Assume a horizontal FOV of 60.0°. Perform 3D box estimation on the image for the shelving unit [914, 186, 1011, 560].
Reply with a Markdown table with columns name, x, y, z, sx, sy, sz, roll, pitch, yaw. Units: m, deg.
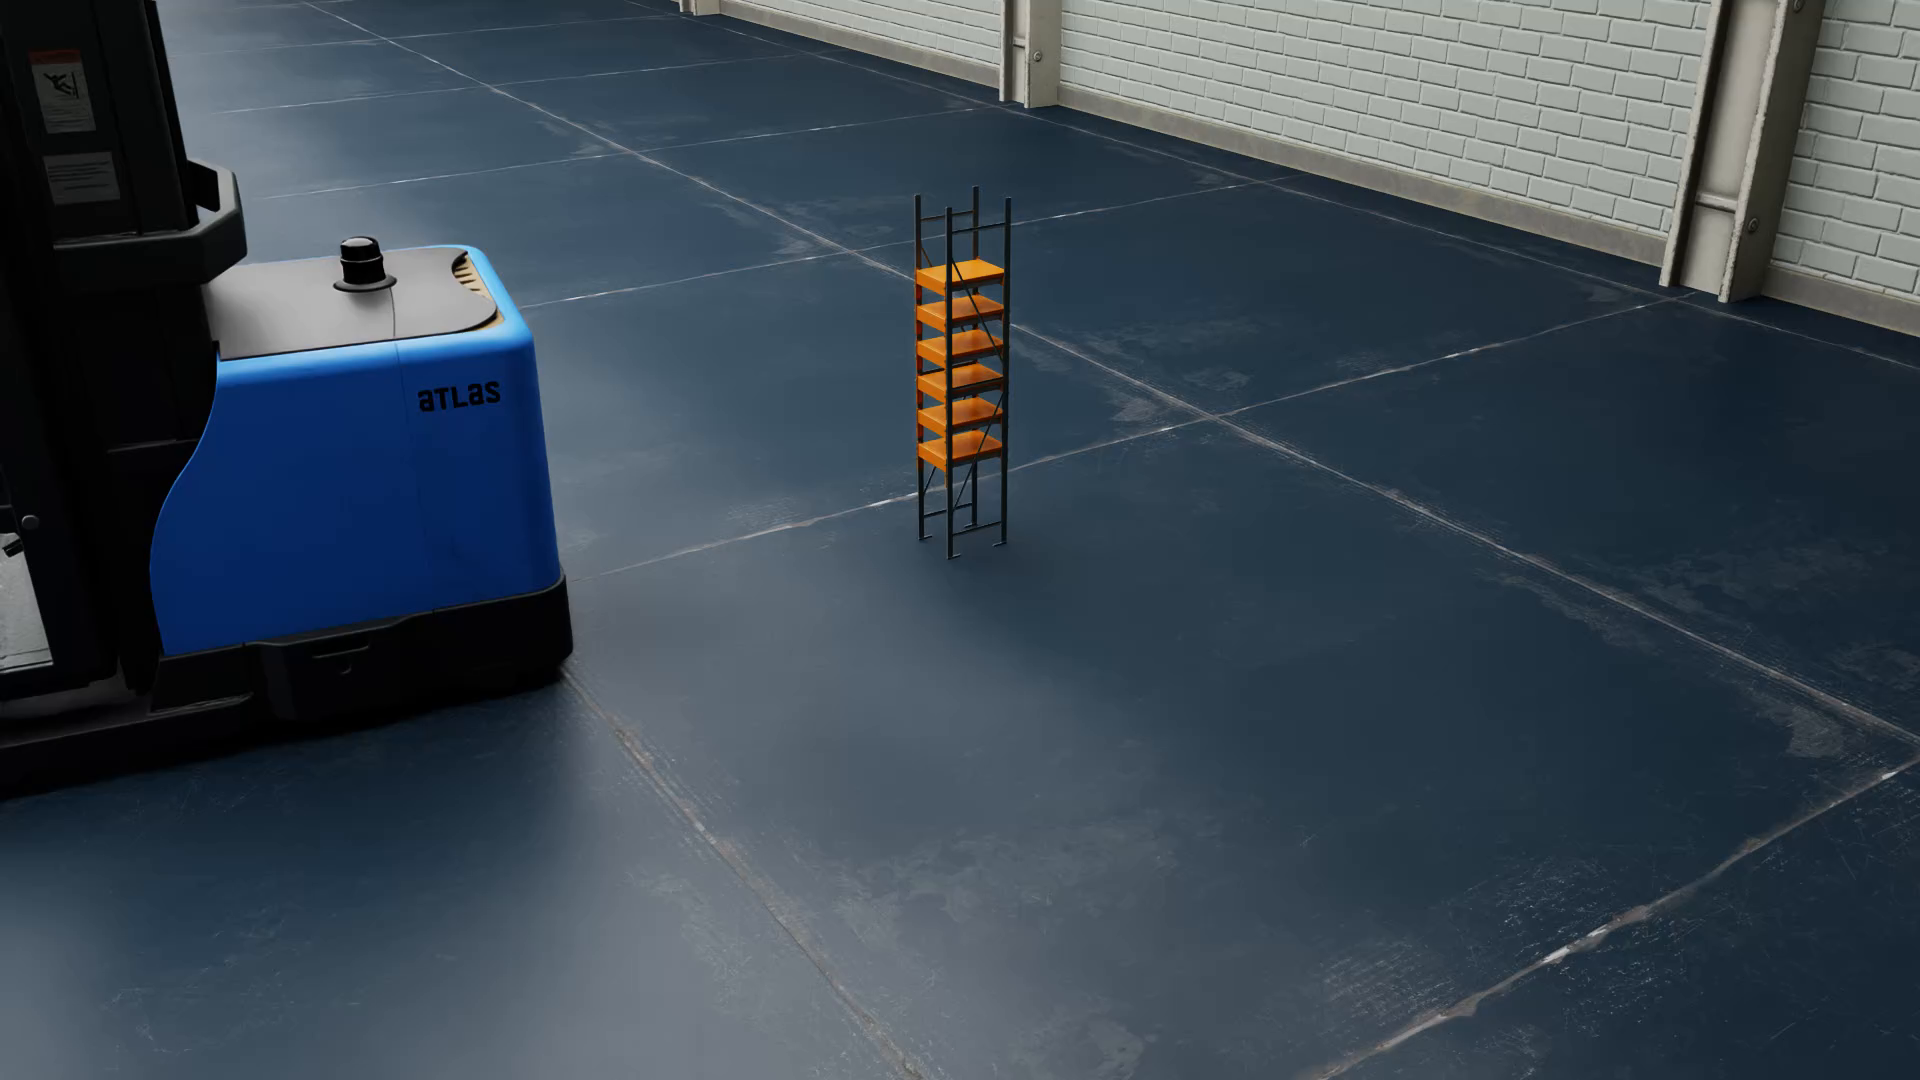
| name | x | y | z | sx | sy | sz | roll | pitch | yaw |
| --- | --- | --- | --- | --- | --- | --- | --- | --- | --- |
| shelving unit | 0.008 | -0.537 | 5.483 | 0.258 | 1.200 | 0.189 | -16 | 29 | -30 |

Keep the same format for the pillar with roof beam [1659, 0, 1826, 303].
| name | x | y | z | sx | sy | sz | roll | pitch | yaw |
| --- | --- | --- | --- | --- | --- | --- | --- | --- | --- |
| pillar with roof beam | 0.212 | -4.344 | 4.411 | 9.100 | 9.000 | 0.400 | -16 | 29 | -30 |

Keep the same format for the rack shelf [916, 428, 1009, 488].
| name | x | y | z | sx | sy | sz | roll | pitch | yaw |
| --- | --- | --- | --- | --- | --- | --- | --- | --- | --- |
| rack shelf | 0.008 | -0.280 | 5.604 | 0.258 | 0.103 | 0.180 | -16 | 29 | -30 |

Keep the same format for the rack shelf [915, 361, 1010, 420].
| name | x | y | z | sx | sy | sz | roll | pitch | yaw |
| --- | --- | --- | --- | --- | --- | --- | --- | --- | --- |
| rack shelf | 0.008 | -0.497 | 5.502 | 0.258 | 0.103 | 0.180 | -16 | 29 | -30 |

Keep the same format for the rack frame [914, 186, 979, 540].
| name | x | y | z | sx | sy | sz | roll | pitch | yaw |
| --- | --- | --- | --- | --- | --- | --- | --- | --- | --- |
| rack frame | -0.042 | -0.570 | 5.552 | 0.240 | 1.200 | 0.006 | -16 | 29 | -30 |

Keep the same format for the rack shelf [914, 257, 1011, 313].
| name | x | y | z | sx | sy | sz | roll | pitch | yaw |
| --- | --- | --- | --- | --- | --- | --- | --- | --- | --- |
| rack shelf | 0.008 | -0.823 | 5.348 | 0.258 | 0.103 | 0.180 | -16 | 29 | -30 |

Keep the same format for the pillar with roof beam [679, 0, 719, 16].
| name | x | y | z | sx | sy | sz | roll | pitch | yaw |
| --- | --- | --- | --- | --- | --- | --- | --- | --- | --- |
| pillar with roof beam | -6.339 | -8.636 | 13.503 | 9.100 | 9.000 | 0.400 | -16 | 29 | -30 |

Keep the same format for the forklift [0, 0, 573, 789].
| name | x | y | z | sx | sy | sz | roll | pitch | yaw |
| --- | --- | --- | --- | --- | --- | --- | --- | --- | --- |
| forklift | -2.705 | -0.863 | 4.145 | 3.031 | 2.935 | 1.130 | -10 | 27 | -21 |

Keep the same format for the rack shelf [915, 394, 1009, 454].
| name | x | y | z | sx | sy | sz | roll | pitch | yaw |
| --- | --- | --- | --- | --- | --- | --- | --- | --- | --- |
| rack shelf | 0.008 | -0.389 | 5.553 | 0.258 | 0.103 | 0.180 | -16 | 29 | -30 |

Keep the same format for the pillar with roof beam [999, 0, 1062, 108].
| name | x | y | z | sx | sy | sz | roll | pitch | yaw |
| --- | --- | --- | --- | --- | --- | --- | --- | --- | --- |
| pillar with roof beam | -3.063 | -6.490 | 8.957 | 9.100 | 9.000 | 0.400 | -16 | 29 | -30 |

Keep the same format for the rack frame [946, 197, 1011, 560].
| name | x | y | z | sx | sy | sz | roll | pitch | yaw |
| --- | --- | --- | --- | --- | --- | --- | --- | --- | --- |
| rack frame | 0.058 | -0.505 | 5.414 | 0.240 | 1.200 | 0.006 | -16 | 29 | -30 |

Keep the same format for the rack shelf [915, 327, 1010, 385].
| name | x | y | z | sx | sy | sz | roll | pitch | yaw |
| --- | --- | --- | --- | --- | --- | --- | --- | --- | --- |
| rack shelf | 0.008 | -0.606 | 5.451 | 0.258 | 0.103 | 0.180 | -16 | 29 | -30 |

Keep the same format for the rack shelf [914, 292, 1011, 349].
| name | x | y | z | sx | sy | sz | roll | pitch | yaw |
| --- | --- | --- | --- | --- | --- | --- | --- | --- | --- |
| rack shelf | 0.008 | -0.714 | 5.399 | 0.258 | 0.103 | 0.180 | -16 | 29 | -30 |
